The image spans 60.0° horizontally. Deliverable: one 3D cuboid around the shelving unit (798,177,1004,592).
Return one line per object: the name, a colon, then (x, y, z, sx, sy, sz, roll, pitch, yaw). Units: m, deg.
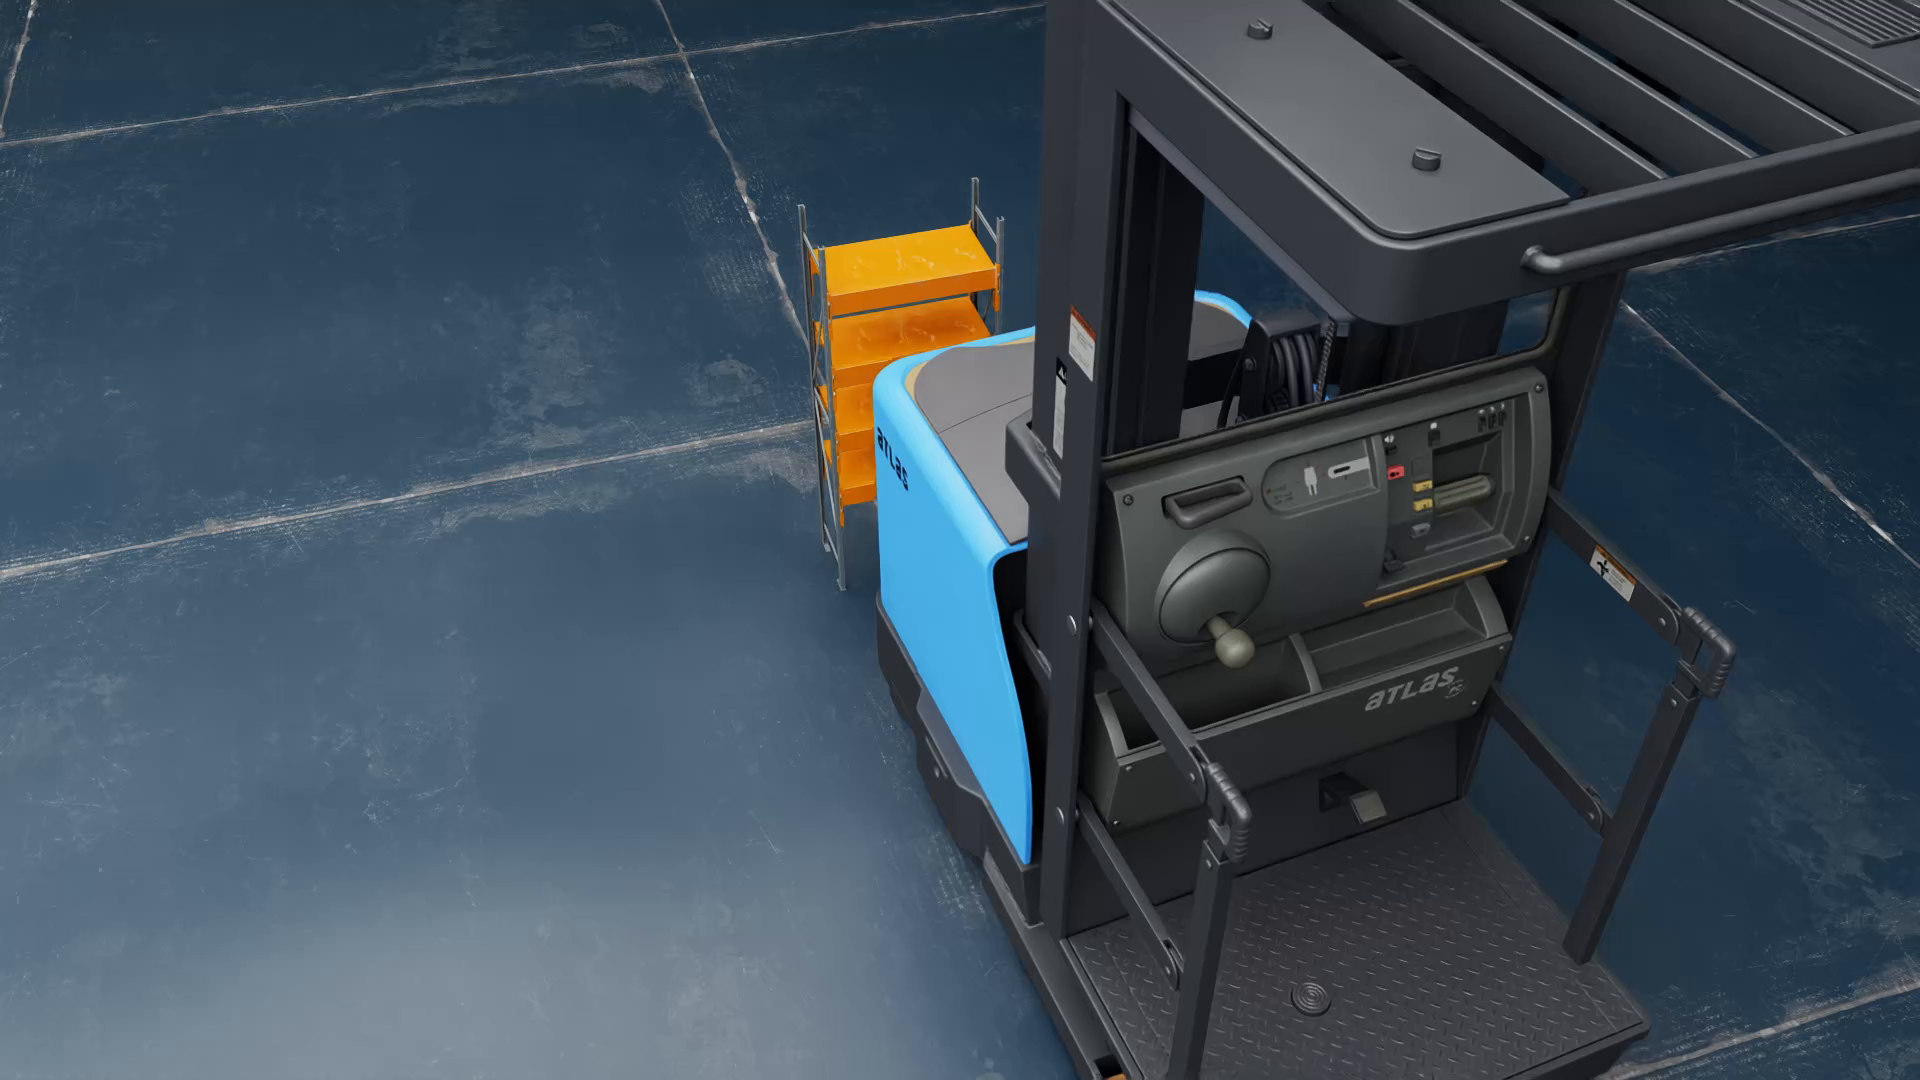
shelving unit: (-0.158, -0.419, 4.818, 0.503, 1.200, 0.258, -12, 42, -13)

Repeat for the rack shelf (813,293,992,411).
rack shelf: (-0.158, -0.537, 4.715, 0.480, 0.148, 0.258, -12, 42, -13)

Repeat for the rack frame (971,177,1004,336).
rack frame: (0.075, -0.467, 4.873, 0.015, 1.200, 0.240, -12, 42, -13)

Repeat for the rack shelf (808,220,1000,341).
rack shelf: (-0.158, -0.715, 4.559, 0.480, 0.148, 0.258, -12, 42, -13)

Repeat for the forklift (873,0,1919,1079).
forklift: (0.796, 0.042, 2.975, 1.130, 2.935, 3.031, -15, 43, -17)

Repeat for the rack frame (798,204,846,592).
rack frame: (-0.391, -0.371, 4.763, 0.015, 1.200, 0.240, -12, 42, -13)

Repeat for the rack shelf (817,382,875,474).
rack shelf: (-0.158, -0.368, 4.862, 0.480, 0.148, 0.258, -12, 42, -13)

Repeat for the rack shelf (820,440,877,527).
rack shelf: (-0.158, -0.219, 4.993, 0.480, 0.148, 0.258, -12, 42, -13)
